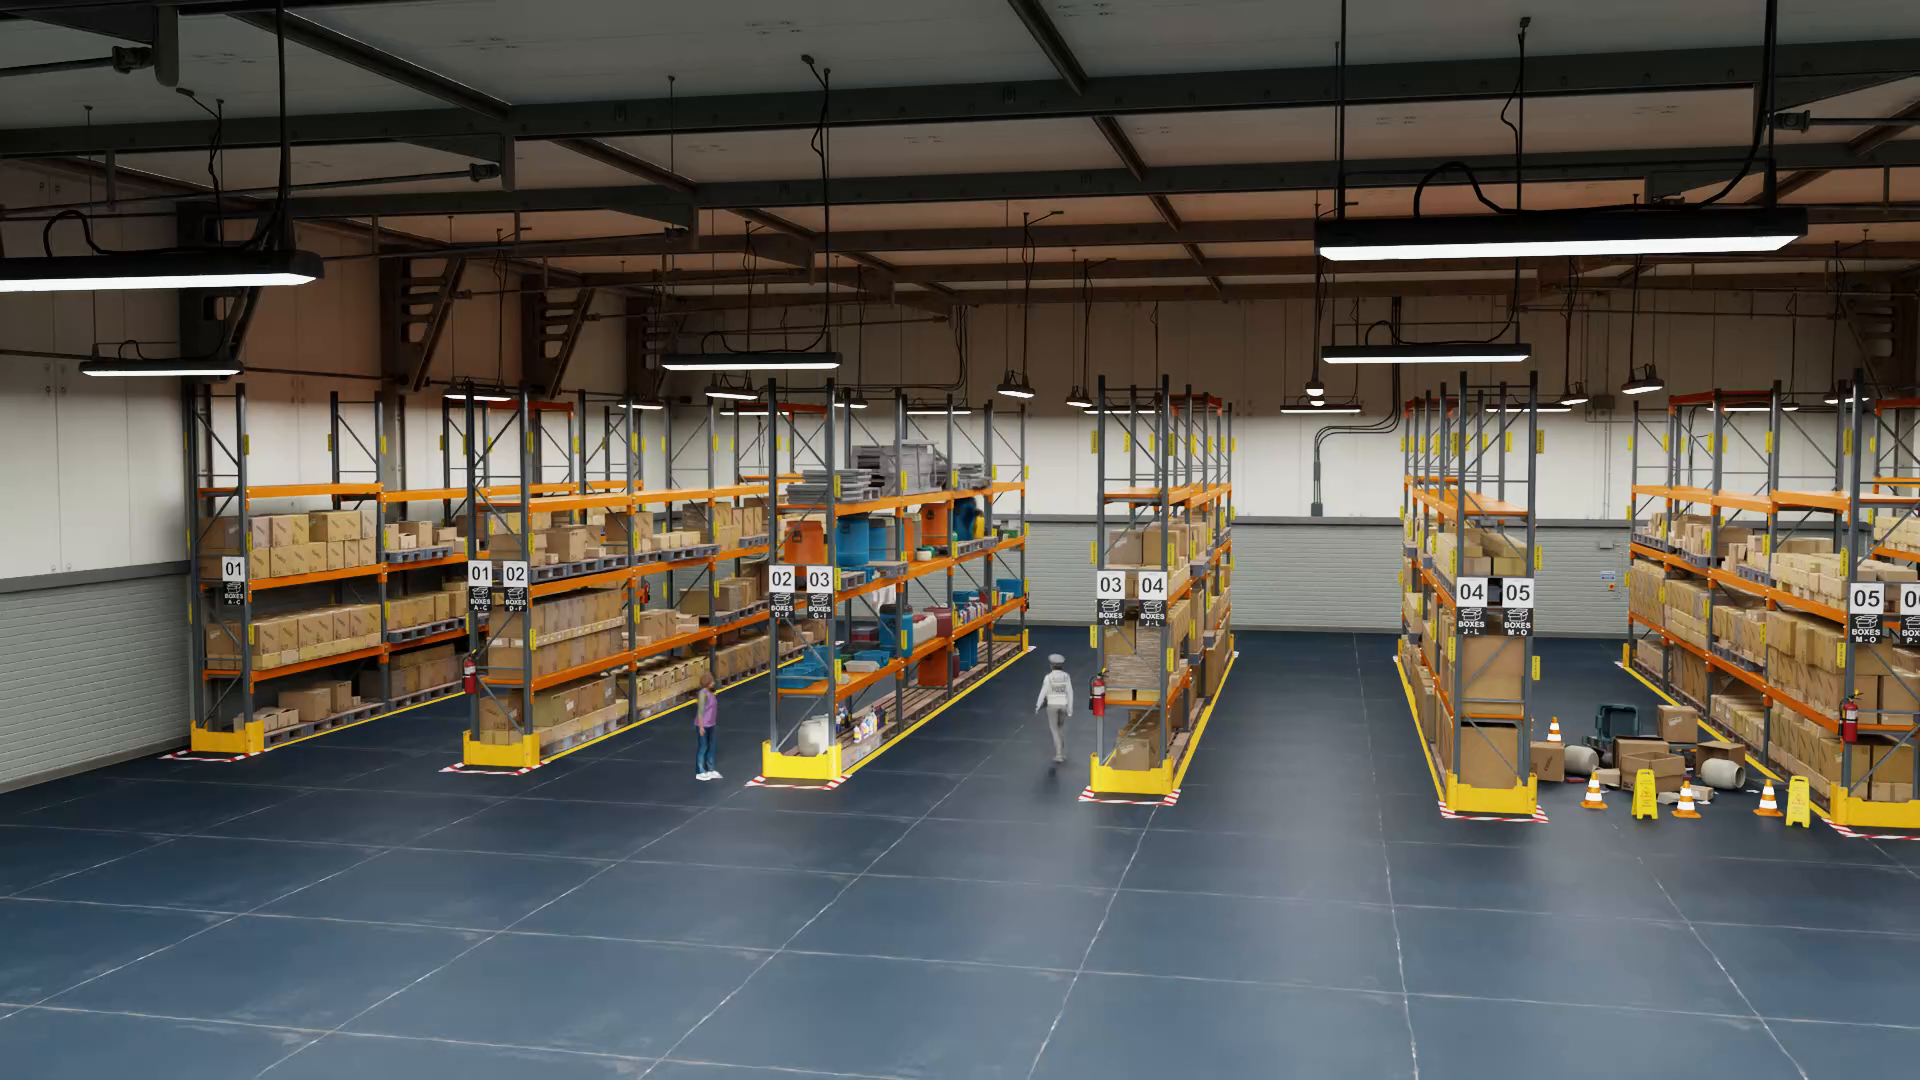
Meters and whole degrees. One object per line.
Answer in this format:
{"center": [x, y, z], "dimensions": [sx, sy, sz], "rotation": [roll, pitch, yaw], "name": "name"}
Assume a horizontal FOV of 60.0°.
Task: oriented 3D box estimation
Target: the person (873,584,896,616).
{"center": [-1.938, 1.708, 43.364], "dimensions": [0.689, 1.854, 0.796], "rotation": [0, 3, 8], "name": "person"}

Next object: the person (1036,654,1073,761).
{"center": [1.519, 2.680, 26.304], "dimensions": [0.546, 1.746, 0.580], "rotation": [-1, 4, -25], "name": "person"}

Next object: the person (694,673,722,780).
{"center": [-3.790, 2.802, 24.868], "dimensions": [0.366, 1.628, 0.501], "rotation": [1, 3, 11], "name": "person"}
